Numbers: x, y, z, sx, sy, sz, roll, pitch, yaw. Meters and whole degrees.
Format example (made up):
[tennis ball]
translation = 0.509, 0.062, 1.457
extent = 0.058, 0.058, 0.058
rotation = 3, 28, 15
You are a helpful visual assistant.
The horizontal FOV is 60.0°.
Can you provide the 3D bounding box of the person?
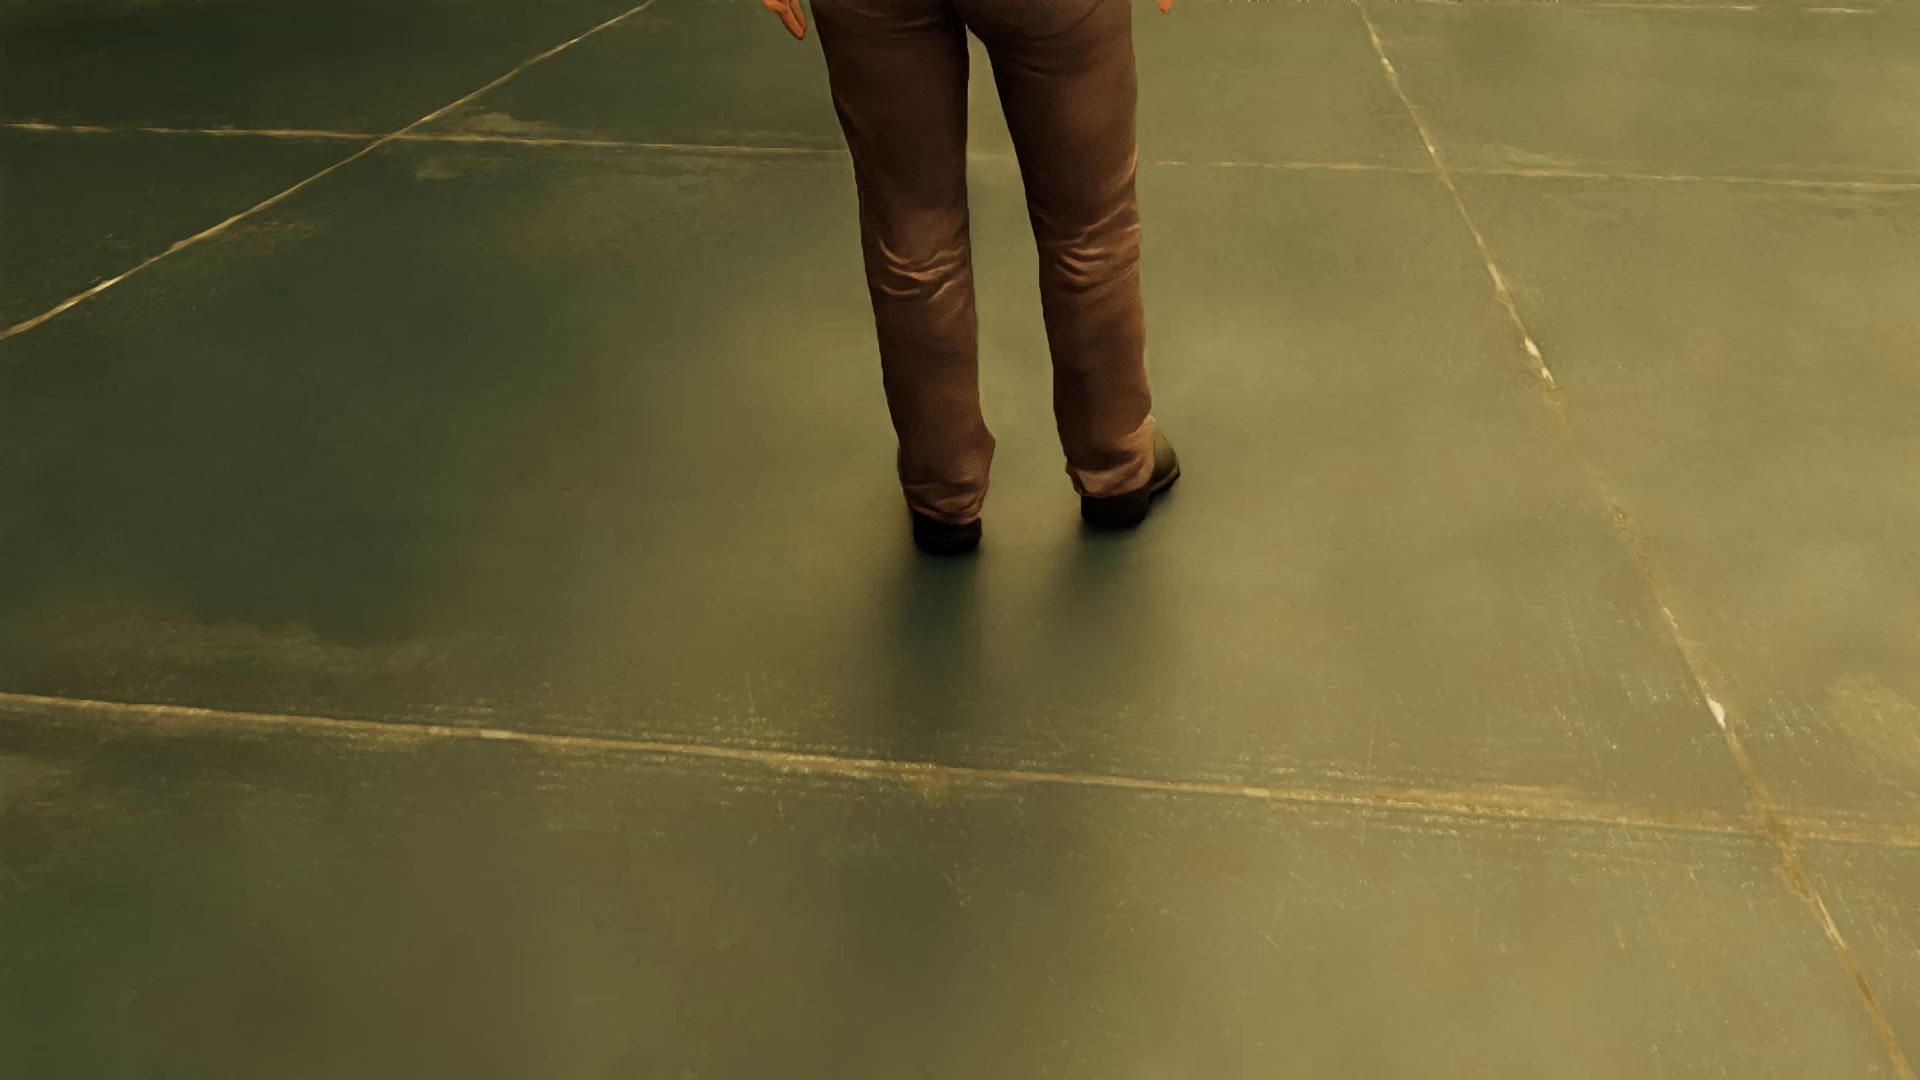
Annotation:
[person]
translation = 0.016, -0.804, 2.167
extent = 0.632, 1.720, 0.567
rotation = 3, 27, 7
